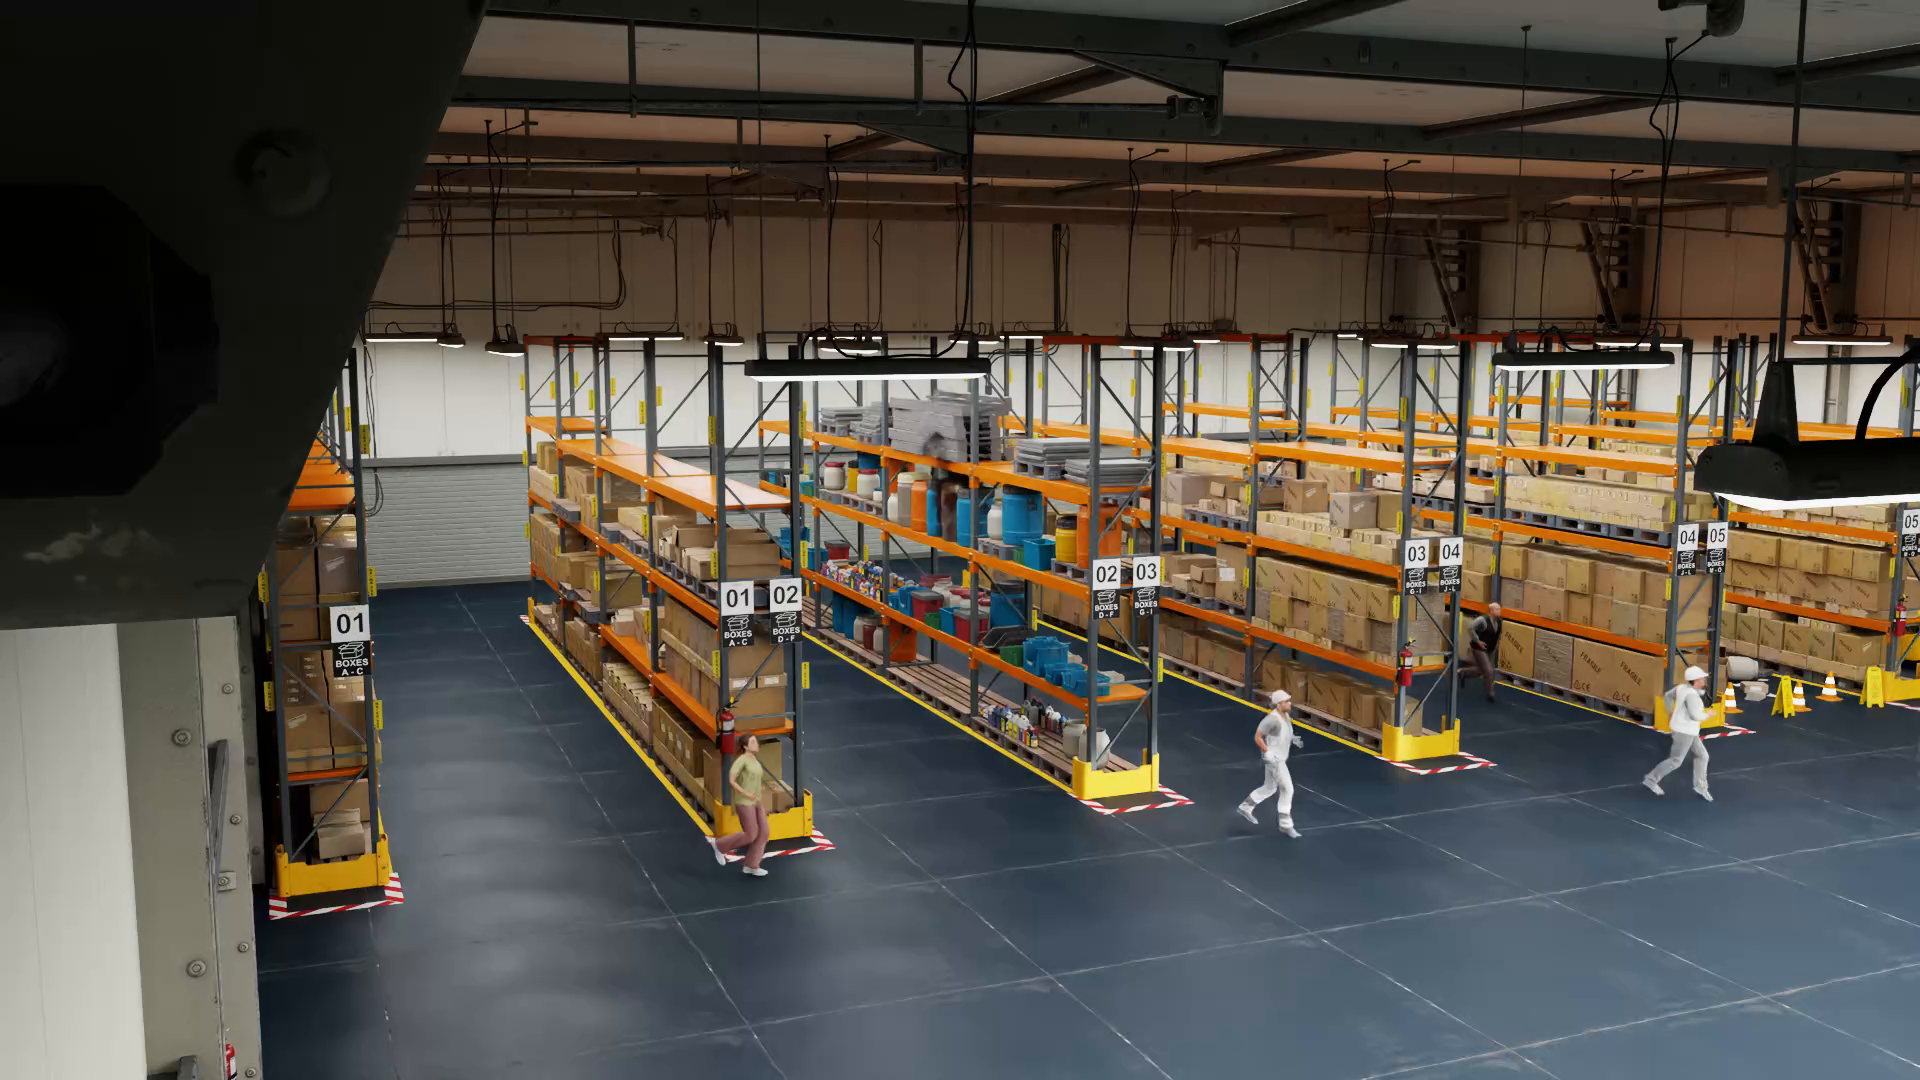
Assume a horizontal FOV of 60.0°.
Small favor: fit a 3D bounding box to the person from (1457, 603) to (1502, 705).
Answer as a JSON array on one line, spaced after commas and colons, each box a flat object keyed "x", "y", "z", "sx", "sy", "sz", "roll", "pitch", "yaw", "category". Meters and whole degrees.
[{"x": 8.639, "y": 1.845, "z": 27.696, "sx": 0.664, "sy": 1.706, "sz": 0.930, "roll": -4, "pitch": 9, "yaw": -30, "category": "person"}]

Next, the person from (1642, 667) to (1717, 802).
[{"x": 9.516, "y": 2.556, "z": 21.929, "sx": 0.901, "sy": 1.819, "sz": 0.678, "roll": 2, "pitch": 8, "yaw": 13, "category": "person"}]

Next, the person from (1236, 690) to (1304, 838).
[{"x": 3.841, "y": 2.731, "z": 20.523, "sx": 0.835, "sy": 1.829, "sz": 0.638, "roll": 3, "pitch": 8, "yaw": 22, "category": "person"}]

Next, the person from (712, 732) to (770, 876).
[{"x": -2.481, "y": 3.005, "z": 19.087, "sx": 0.669, "sy": 1.625, "sz": 0.608, "roll": 2, "pitch": 8, "yaw": 17, "category": "person"}]
